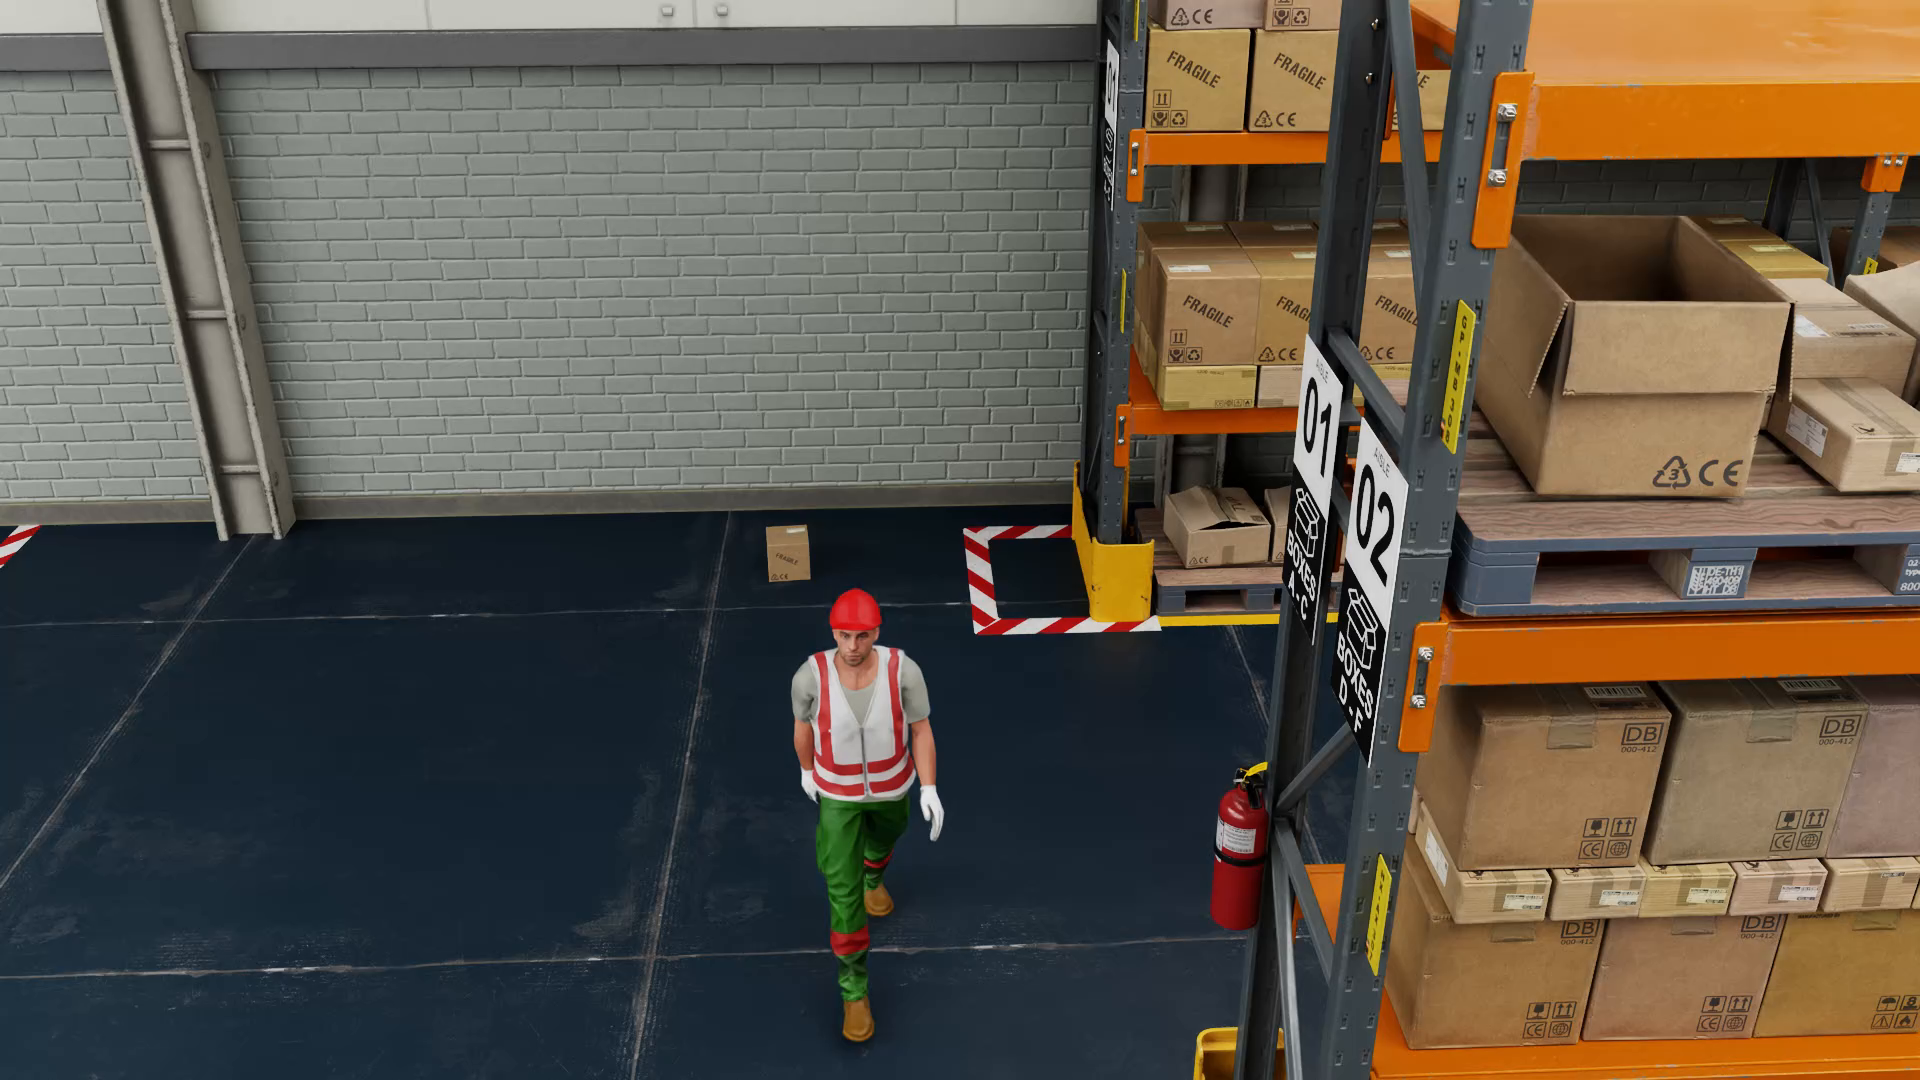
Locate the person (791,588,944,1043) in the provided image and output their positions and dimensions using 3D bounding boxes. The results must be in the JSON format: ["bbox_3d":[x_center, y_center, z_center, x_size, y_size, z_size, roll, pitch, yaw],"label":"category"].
[{"bbox_3d":[-0.365,1.008,6.619,0.547,1.733,1.038,-5,28,-10],"label":"person"}]
